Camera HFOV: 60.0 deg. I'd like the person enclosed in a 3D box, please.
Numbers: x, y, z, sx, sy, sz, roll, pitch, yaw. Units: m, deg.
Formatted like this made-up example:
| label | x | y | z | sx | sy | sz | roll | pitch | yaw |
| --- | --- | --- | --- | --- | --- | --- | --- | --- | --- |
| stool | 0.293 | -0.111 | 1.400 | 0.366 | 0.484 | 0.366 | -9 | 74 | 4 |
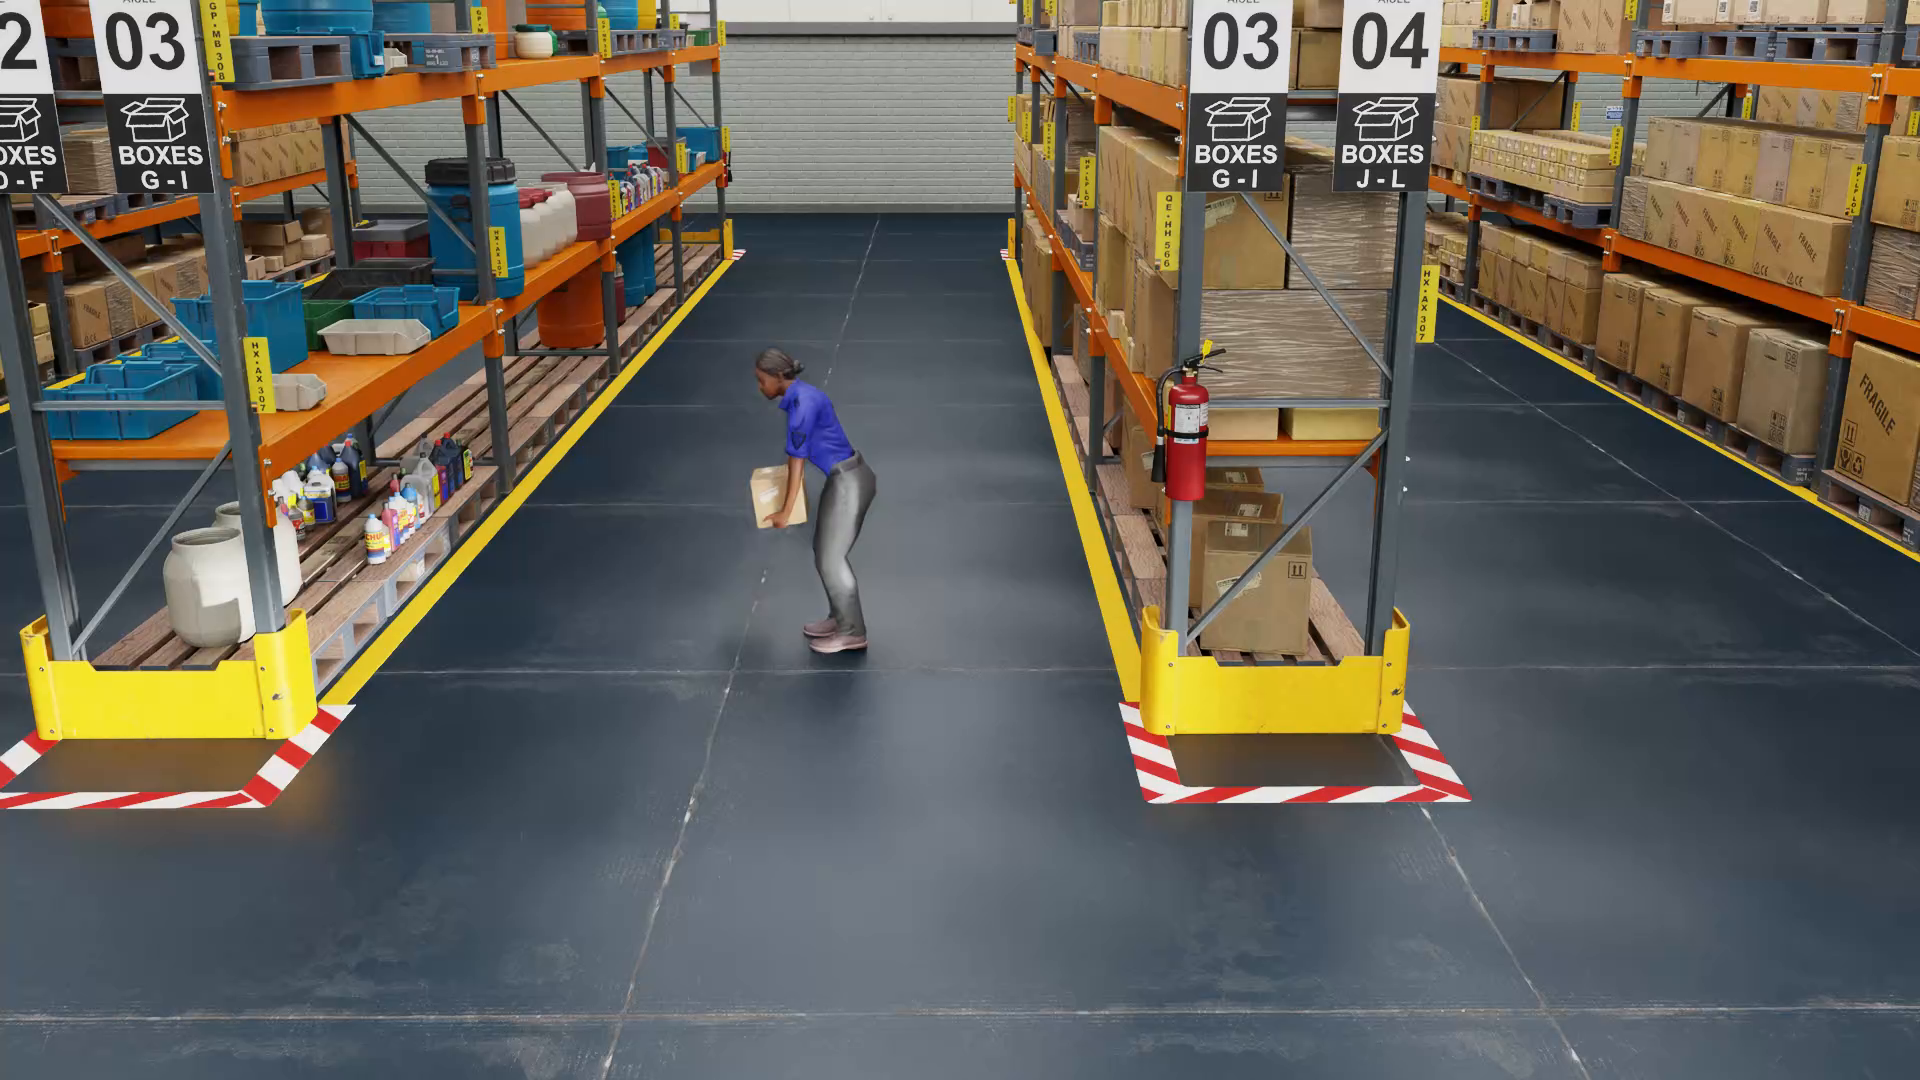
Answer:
| label | x | y | z | sx | sy | sz | roll | pitch | yaw |
| --- | --- | --- | --- | --- | --- | --- | --- | --- | --- |
| person | -0.721 | -0.208 | 8.423 | 0.596 | 1.550 | 0.407 | -1 | 17 | -2 |
